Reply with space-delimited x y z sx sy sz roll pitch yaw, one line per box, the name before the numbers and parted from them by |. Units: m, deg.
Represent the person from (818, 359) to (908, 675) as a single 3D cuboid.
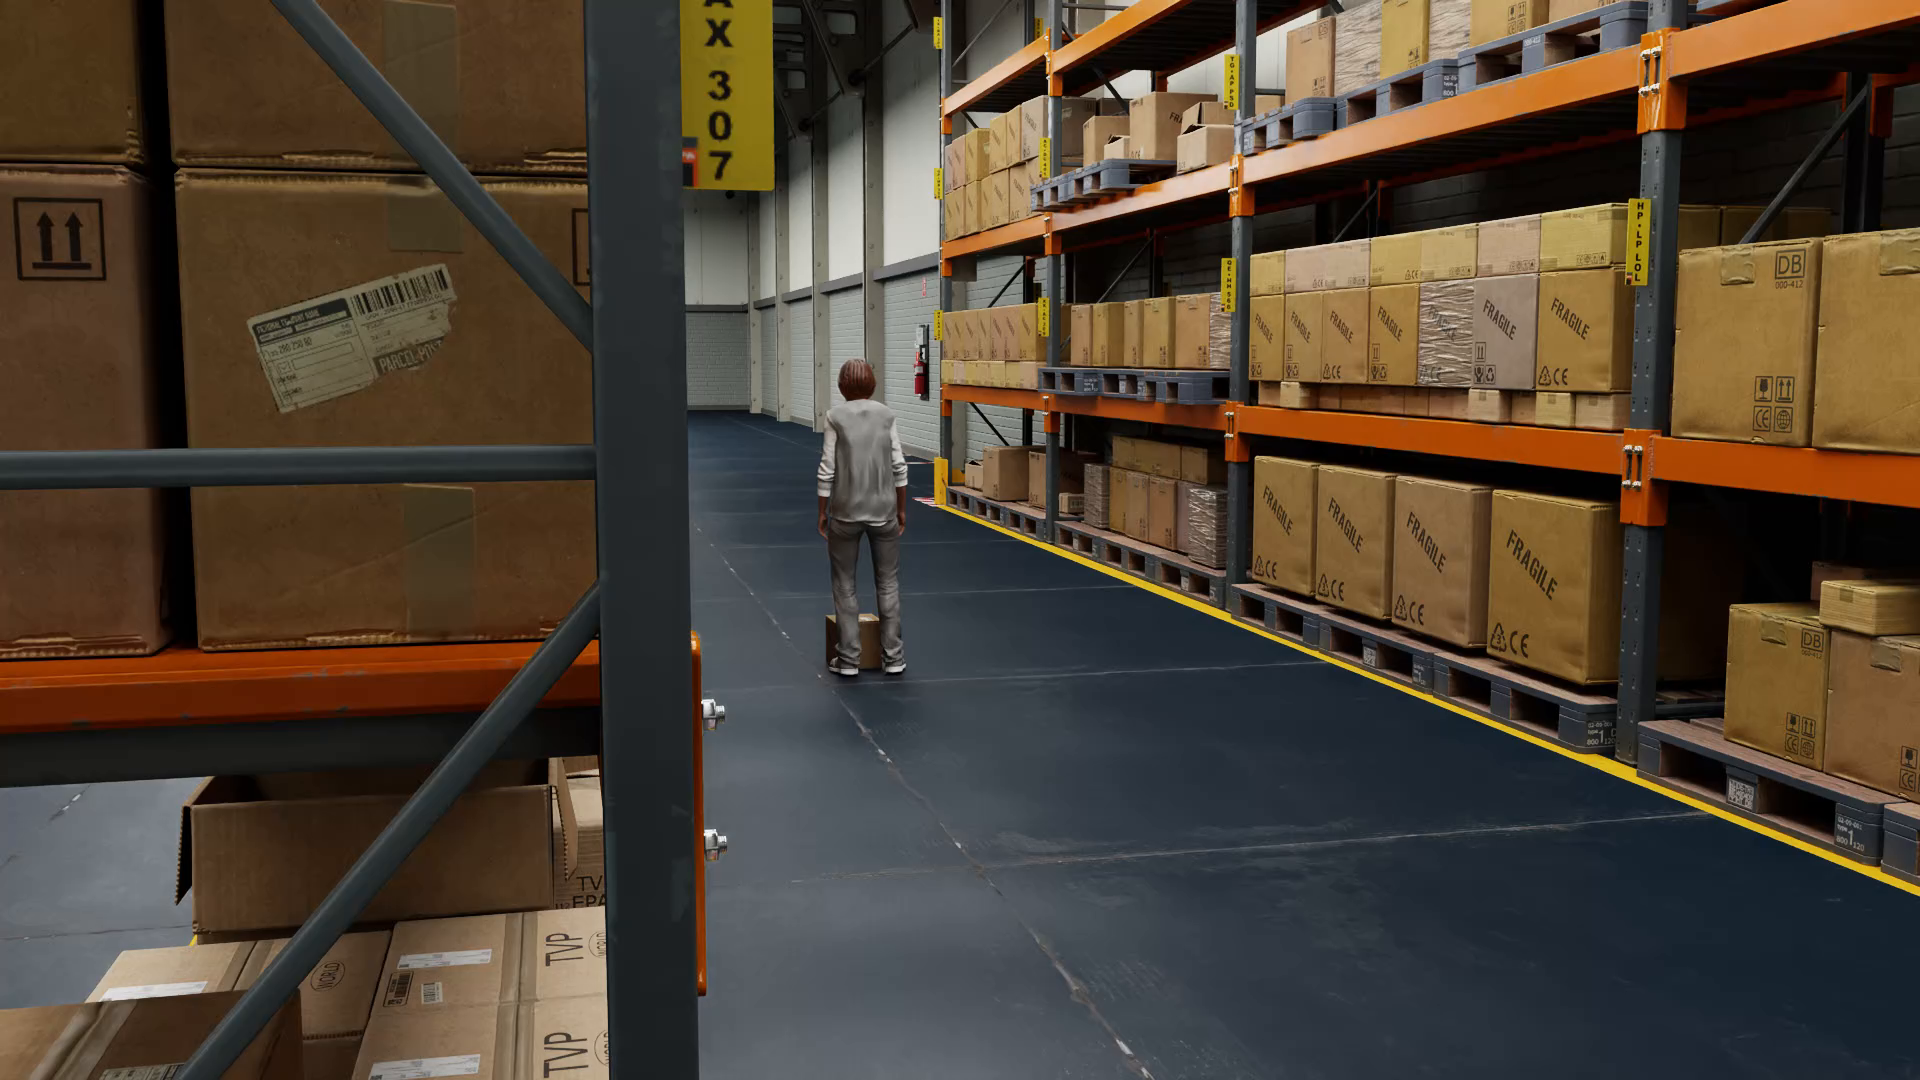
person | -0.490 -0.106 8.388 0.467 1.581 0.350 -2 7 -14
